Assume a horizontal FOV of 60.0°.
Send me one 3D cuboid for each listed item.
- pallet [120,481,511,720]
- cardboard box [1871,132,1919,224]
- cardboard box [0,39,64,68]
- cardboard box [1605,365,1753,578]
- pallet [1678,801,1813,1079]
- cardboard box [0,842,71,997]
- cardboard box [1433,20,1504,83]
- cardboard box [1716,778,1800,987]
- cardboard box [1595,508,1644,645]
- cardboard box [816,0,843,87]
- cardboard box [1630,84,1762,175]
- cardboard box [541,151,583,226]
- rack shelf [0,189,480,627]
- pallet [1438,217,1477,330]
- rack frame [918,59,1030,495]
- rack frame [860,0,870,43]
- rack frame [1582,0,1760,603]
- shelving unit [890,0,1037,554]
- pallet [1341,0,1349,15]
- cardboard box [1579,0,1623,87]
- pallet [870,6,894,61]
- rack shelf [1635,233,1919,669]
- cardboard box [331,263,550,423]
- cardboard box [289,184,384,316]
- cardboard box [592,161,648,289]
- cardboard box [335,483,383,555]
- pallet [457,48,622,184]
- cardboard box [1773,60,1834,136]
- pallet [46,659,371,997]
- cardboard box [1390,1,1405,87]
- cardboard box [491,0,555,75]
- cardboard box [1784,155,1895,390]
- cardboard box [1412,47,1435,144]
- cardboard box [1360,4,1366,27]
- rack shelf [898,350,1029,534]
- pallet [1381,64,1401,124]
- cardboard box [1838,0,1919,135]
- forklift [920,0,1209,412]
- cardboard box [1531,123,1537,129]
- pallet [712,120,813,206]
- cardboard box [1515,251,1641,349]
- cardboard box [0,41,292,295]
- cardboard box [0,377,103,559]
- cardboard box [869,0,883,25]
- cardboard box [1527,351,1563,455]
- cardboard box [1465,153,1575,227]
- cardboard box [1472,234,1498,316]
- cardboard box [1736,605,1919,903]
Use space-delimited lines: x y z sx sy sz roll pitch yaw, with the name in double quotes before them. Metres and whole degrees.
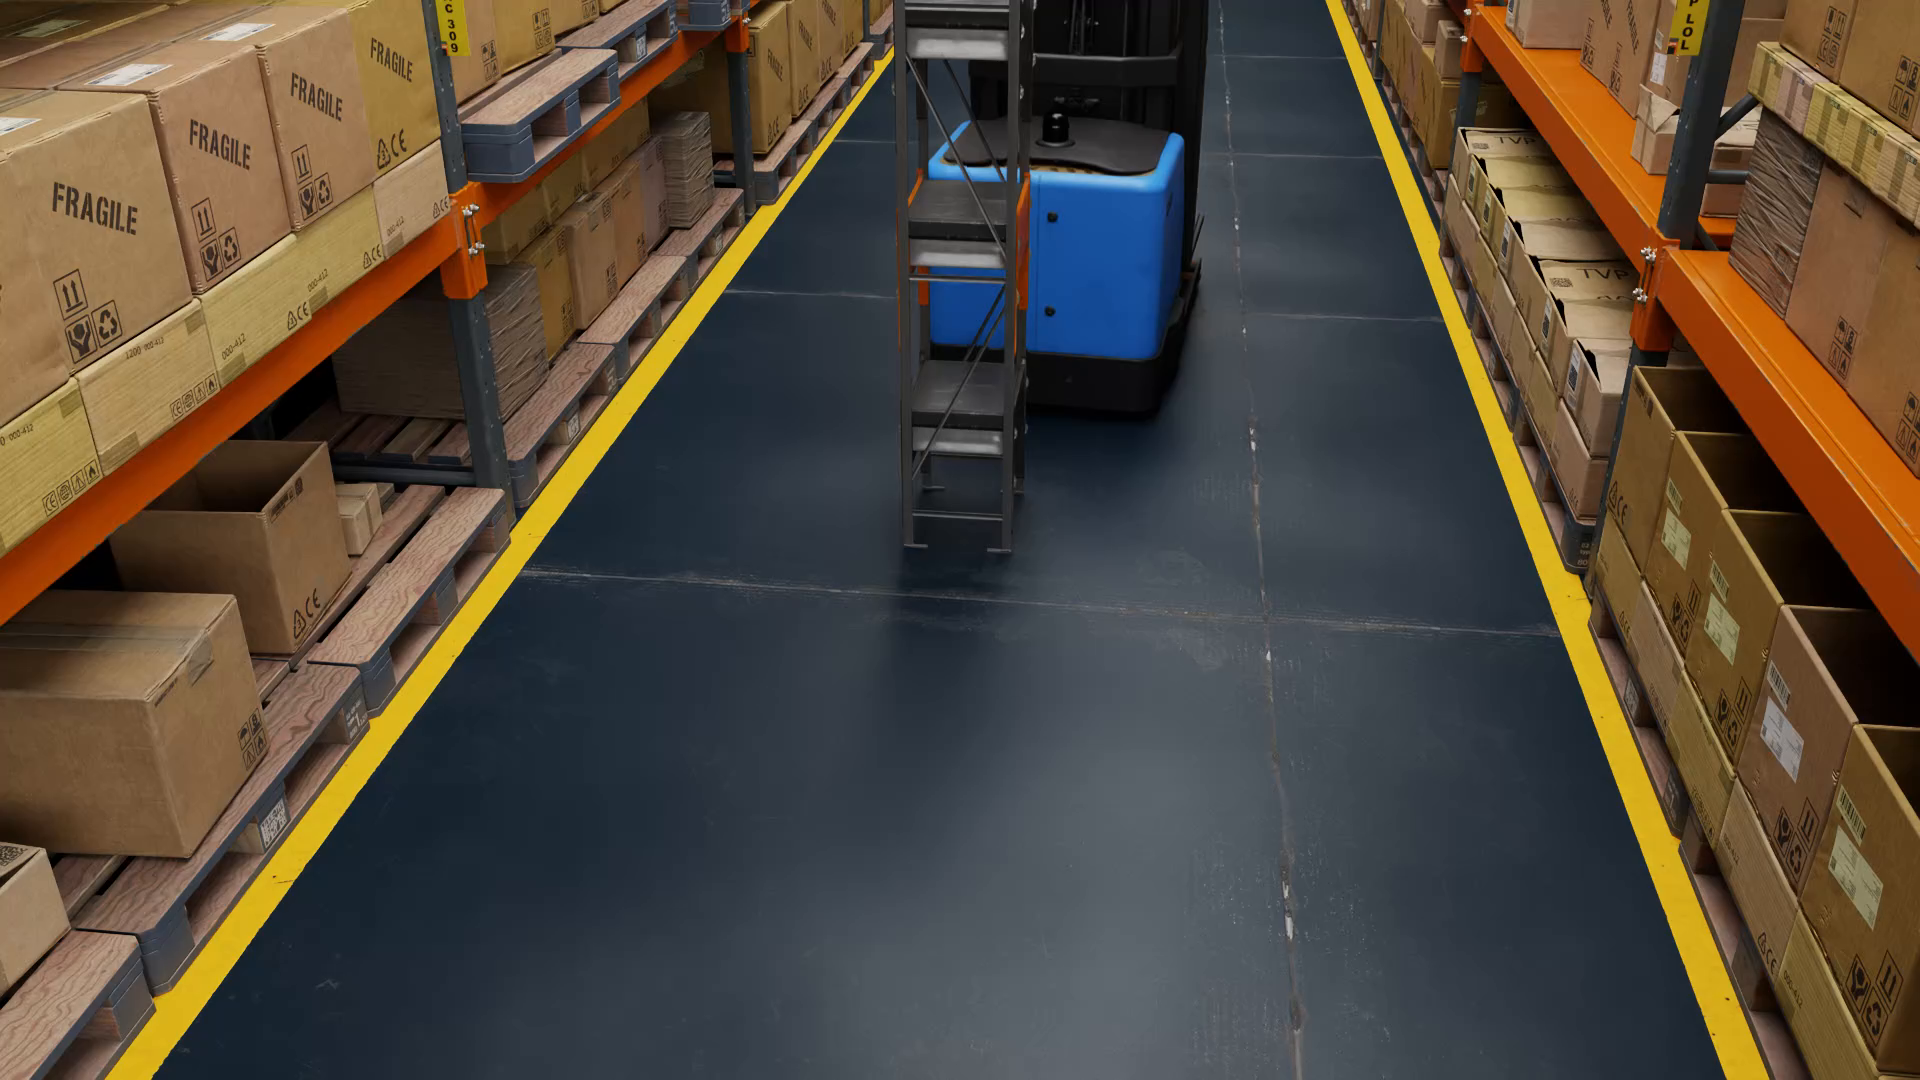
"pallet" -2.248 0.159 5.732 1.003 0.211 1.213 3 28 6
"cardboard box" 2.367 -0.834 3.846 0.380 0.149 0.250 2 28 5
"cardboard box" -2.600 -0.973 4.239 0.500 0.500 0.500 4 29 8
"cardboard box" 2.348 -0.205 5.133 0.500 0.500 0.500 3 28 6
"pallet" 2.430 1.075 4.032 1.003 0.211 1.213 3 28 6
"cardboard box" -2.447 0.898 3.792 0.500 0.311 0.500 6 29 10
"cardboard box" 3.090 -2.887 9.828 0.500 0.250 0.500 4 29 8
"cardboard box" 2.170 0.832 4.000 0.500 0.250 0.500 3 28 6
"cardboard box" 2.358 0.126 5.310 0.500 0.250 0.500 3 28 6
"cardboard box" -1.277 -3.659 11.702 0.750 0.750 0.750 4 29 8
"cardboard box" 2.641 -1.466 5.950 0.396 0.266 0.258 3 28 5
"cardboard box" -2.017 -1.610 7.457 0.500 0.250 0.500 3 28 5
"rack shelf" -2.446 -0.128 4.084 1.077 0.370 4.000 3 28 6
"pallet" 3.066 -1.370 8.571 1.003 0.211 1.213 3 28 6
"rack frame" 0.050 -1.117 6.110 0.400 2.100 0.015 3 28 6
"rack frame" -1.221 -5.152 12.651 1.000 3.000 0.127 3 28 6
"rack frame" 2.716 -1.100 5.130 1.000 3.000 0.127 3 28 6
"shelving unit" 0.020 -1.002 5.897 0.431 2.100 0.503 3 28 6
"pallet" 4.080 -5.110 15.513 1.003 0.211 1.213 3 28 6
"cardboard box" 3.016 -2.236 7.133 0.500 0.500 0.500 2 28 3
"pallet" -1.050 -4.278 13.968 1.003 0.211 1.213 3 28 6
"rack shelf" 2.471 0.158 3.553 1.077 0.370 4.000 3 28 6
"cardboard box" -2.127 -0.827 6.794 0.700 0.500 0.500 4 29 8
"cardboard box" -2.028 -0.855 4.811 0.500 0.250 0.500 3 29 6
"cardboard box" -1.959 -1.549 8.135 0.700 0.500 0.500 3 28 6
"cardboard box" -2.237 -0.079 5.758 0.380 0.166 0.250 0 28 0
"pallet" -1.963 -1.653 6.359 1.003 0.211 1.213 3 28 6
"cardboard box" 2.460 -1.197 4.519 0.380 0.149 0.250 4 29 7
"pallet" -2.395 0.735 4.663 1.003 0.211 1.213 3 28 6
"cardboard box" 3.341 -3.494 11.745 0.500 0.500 0.500 4 29 7
"cardboard box" -2.029 -2.124 6.461 0.700 0.500 0.500 6 29 11
"cardboard box" 2.609 -0.686 4.256 0.700 0.500 0.500 3 28 6
"cardboard box" 3.151 -2.774 10.408 0.500 0.500 0.500 2 28 4
"cardboard box" 3.471 -4.269 13.554 0.380 0.149 0.250 3 28 6
"rack shelf" 0.020 -0.374 6.235 0.431 0.518 0.480 3 28 6
"pallet" 3.634 -3.253 12.066 1.003 0.211 1.213 3 28 6
"cardboard box" 2.607 -1.268 3.968 0.700 0.500 0.500 3 28 6
"forklift" 0.641 -2.517 7.831 1.130 2.935 3.031 6 29 11
"cardboard box" 3.545 -2.274 9.480 0.500 0.500 0.500 5 29 8
"pallet" -1.540 -2.408 10.498 1.003 0.211 1.213 3 28 6
"cardboard box" 2.602 -1.009 6.825 0.500 0.311 0.500 3 28 6
"cardboard box" -2.080 -0.947 4.192 0.500 0.500 0.500 3 28 5
"cardboard box" -2.198 -0.142 3.489 0.500 0.250 0.500 3 28 5
"cardboard box" -1.027 -4.583 13.786 0.700 0.500 0.500 4 29 7
"cardboard box" 2.543 -0.525 6.518 0.500 0.250 0.500 3 28 5
"cardboard box" 2.794 -1.727 8.159 0.500 0.311 0.500 3 28 5
"cardboard box" 2.732 -1.246 7.857 0.500 0.250 0.500 3 28 5
"cardboard box" 2.167 0.501 3.822 0.500 0.500 0.500 3 28 6
